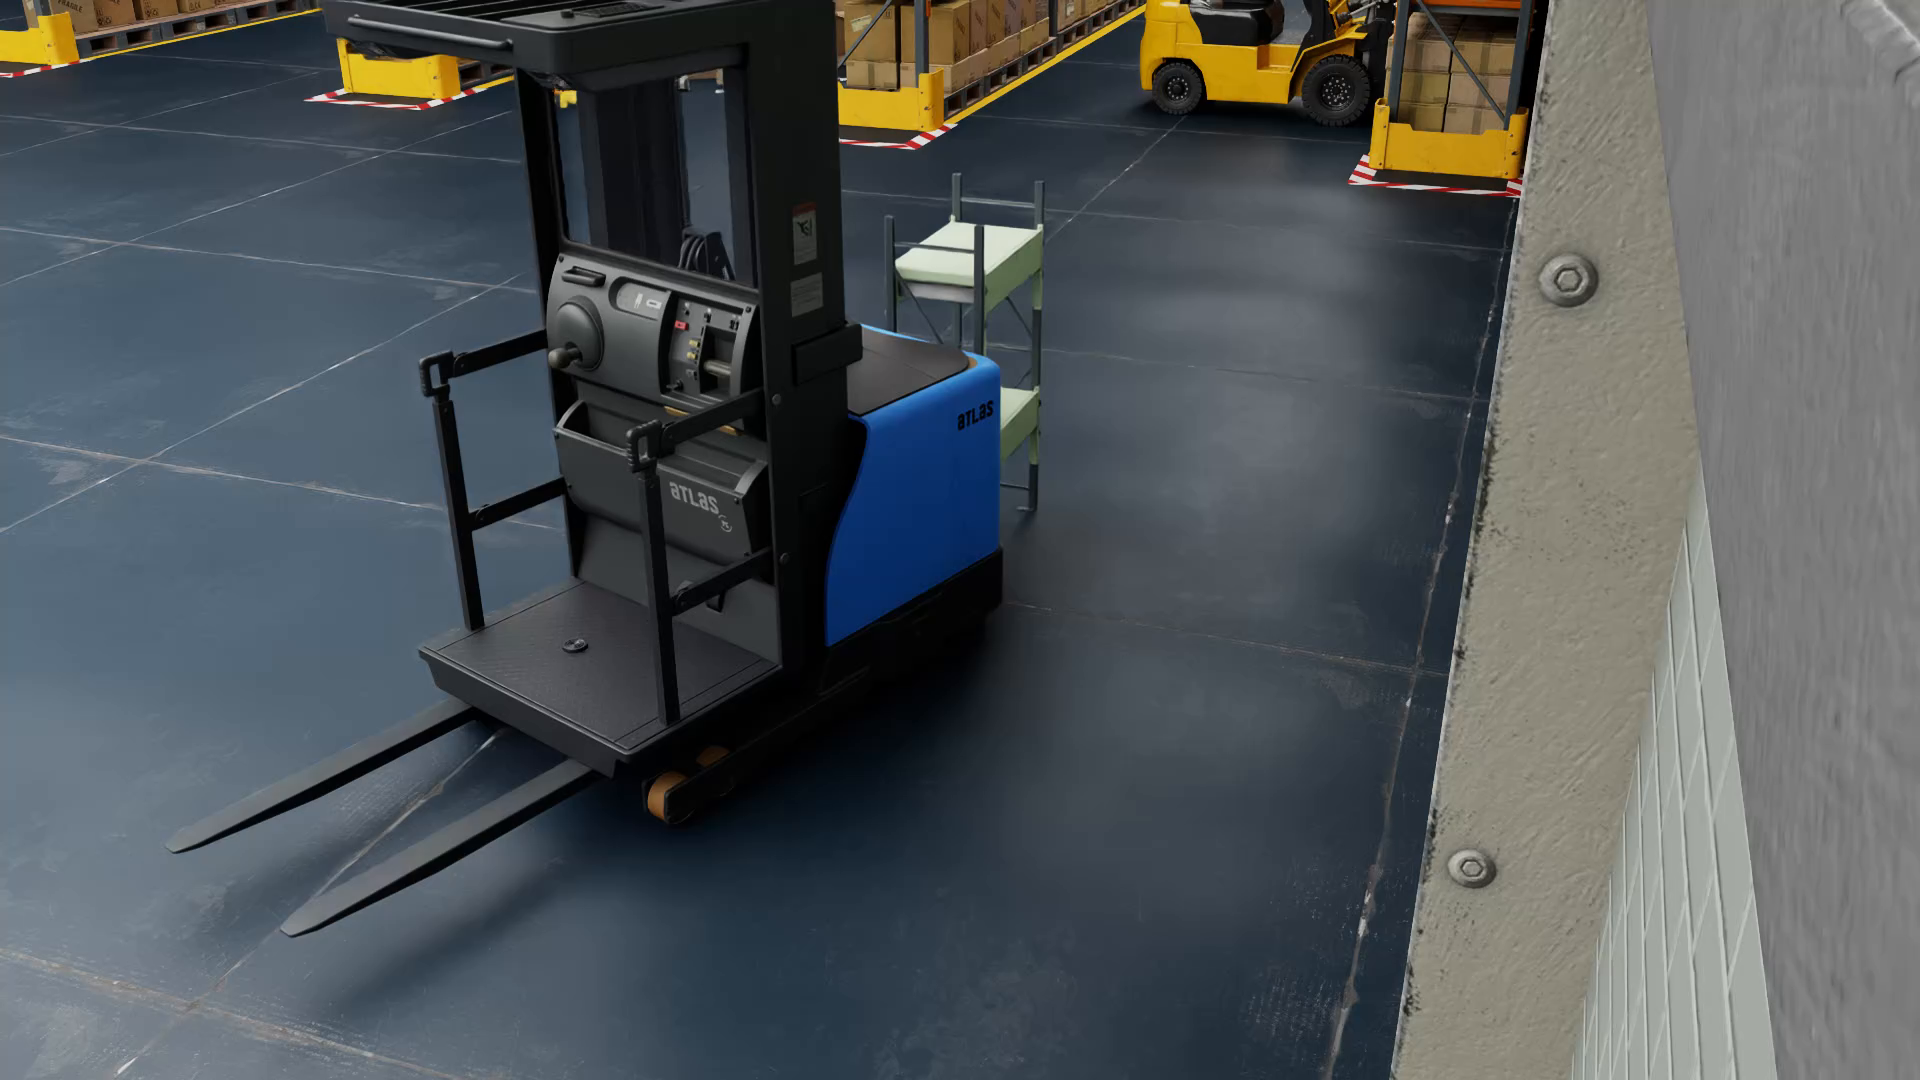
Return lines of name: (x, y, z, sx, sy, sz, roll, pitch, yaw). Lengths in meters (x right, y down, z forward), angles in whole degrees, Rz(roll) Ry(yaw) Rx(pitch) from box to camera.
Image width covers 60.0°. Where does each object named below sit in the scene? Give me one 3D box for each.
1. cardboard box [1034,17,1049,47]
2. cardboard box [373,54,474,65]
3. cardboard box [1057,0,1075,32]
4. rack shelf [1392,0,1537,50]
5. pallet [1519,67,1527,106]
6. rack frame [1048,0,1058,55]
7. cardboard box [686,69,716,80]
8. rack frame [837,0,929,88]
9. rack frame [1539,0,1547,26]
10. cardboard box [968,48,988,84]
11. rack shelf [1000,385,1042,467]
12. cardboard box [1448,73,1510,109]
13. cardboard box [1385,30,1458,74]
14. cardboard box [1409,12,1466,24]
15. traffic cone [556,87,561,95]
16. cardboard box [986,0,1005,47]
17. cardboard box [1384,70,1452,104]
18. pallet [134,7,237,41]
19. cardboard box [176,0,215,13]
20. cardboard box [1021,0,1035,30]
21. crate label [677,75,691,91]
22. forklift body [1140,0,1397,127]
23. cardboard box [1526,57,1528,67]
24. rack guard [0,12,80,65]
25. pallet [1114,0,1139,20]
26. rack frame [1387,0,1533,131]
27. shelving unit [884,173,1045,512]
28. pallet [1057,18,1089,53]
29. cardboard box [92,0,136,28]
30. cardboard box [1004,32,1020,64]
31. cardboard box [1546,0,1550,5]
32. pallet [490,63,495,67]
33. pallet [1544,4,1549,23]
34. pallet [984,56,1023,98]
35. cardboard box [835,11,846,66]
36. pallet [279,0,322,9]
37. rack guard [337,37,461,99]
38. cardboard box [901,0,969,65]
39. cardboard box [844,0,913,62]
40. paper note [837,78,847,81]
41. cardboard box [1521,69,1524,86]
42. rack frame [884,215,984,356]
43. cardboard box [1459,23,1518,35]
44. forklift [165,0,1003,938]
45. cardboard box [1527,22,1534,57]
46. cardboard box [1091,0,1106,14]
cardboard box: (0.626, -5.392, 17.619, 0.500, 0.250, 0.500, 10, 28, 20)
cardboard box: (-5.300, -5.276, 16.662, 0.875, 0.875, 0.875, 9, 27, 18)
cardboard box: (0.741, -5.945, 18.620, 0.950, 0.372, 0.625, 9, 27, 18)
rack shelf: (4.586, -4.859, 14.669, 1.077, 0.370, 4.000, 9, 27, 17)
pallet: (4.947, -4.429, 16.155, 1.003, 0.211, 1.213, 9, 27, 17)
rack frame: (0.569, -6.723, 17.693, 1.000, 3.000, 0.127, 9, 27, 17)
cardboard box: (-2.565, -5.044, 17.091, 0.797, 0.503, 0.637, -9, 27, -18)
rack frame: (-0.762, -5.079, 14.298, 1.000, 3.000, 0.127, 9, 27, 17)
rack frame: (6.582, -7.648, 19.605, 1.000, 3.000, 0.127, 9, 27, 17)
cardboard box: (-0.056, -4.531, 15.839, 0.500, 0.250, 0.500, 10, 27, 19)
rack shelf: (0.030, -0.392, 7.086, 0.431, 0.370, 0.720, 9, 27, 18)
cardboard box: (4.272, -3.700, 13.550, 0.500, 0.250, 0.500, 9, 27, 18)
cardboard box: (3.779, -3.997, 13.589, 0.500, 0.250, 0.500, 10, 27, 19)
cardboard box: (4.102, -4.416, 14.455, 0.500, 0.250, 0.500, 9, 27, 18)
traffic cone: (-3.948, -4.626, 16.273, 0.336, 0.463, 0.334, 9, 27, 17)
cardboard box: (0.119, -5.090, 16.133, 0.500, 0.500, 0.500, 9, 27, 18)
cardboard box: (3.787, -3.783, 13.720, 0.500, 0.250, 0.500, 8, 27, 17)
pallet: (-9.371, -6.121, 19.649, 1.003, 0.211, 1.213, 9, 27, 17)
cardboard box: (-9.263, -6.562, 19.748, 0.500, 0.500, 0.500, 6, 27, 13)
cardboard box: (0.458, -5.521, 17.023, 0.500, 0.500, 0.500, 9, 27, 18)
crate label: (-2.792, -4.508, 16.403, 0.250, 0.136, 0.298, -5, 26, -9)
forklift body: (2.831, -5.023, 15.155, 2.313, 2.155, 1.214, 9, 27, 17)
cardboard box: (5.280, -4.727, 16.245, 0.500, 0.250, 0.500, 9, 27, 18)
rack guard: (-10.082, -5.422, 17.875, 1.175, 0.500, 0.348, 9, 27, 17)
pallet: (1.639, -6.791, 21.033, 1.003, 0.211, 1.213, 9, 27, 17)
rack frame: (3.920, -4.361, 12.815, 1.000, 3.000, 0.127, 9, 27, 17)
shelving unit: (0.030, -0.685, 6.944, 0.431, 1.500, 0.755, 9, 27, 18)
pallet: (0.827, -5.788, 18.962, 1.003, 0.211, 1.213, 9, 27, 17)
cardboard box: (-9.717, -6.085, 18.762, 0.500, 0.500, 0.500, 17, 30, 31)
cardboard box: (0.284, -4.964, 16.733, 0.500, 0.250, 0.500, 9, 27, 18)
cardboard box: (6.987, -6.845, 20.332, 0.500, 0.500, 0.500, 10, 28, 19)
pallet: (-4.864, -5.340, 18.037, 1.003, 0.211, 1.213, 9, 27, 17)
pallet: (6.866, -6.695, 20.835, 1.003, 0.211, 1.213, 9, 27, 17)
pallet: (-0.025, -4.684, 16.681, 1.003, 0.211, 1.213, 9, 27, 17)
cardboard box: (-1.071, -5.356, 17.735, 0.500, 0.500, 0.500, -14, 29, -27)
pallet: (-8.518, -7.225, 21.930, 1.003, 0.211, 1.213, 9, 27, 17)
rack guard: (-5.471, -4.620, 16.219, 1.175, 0.500, 0.348, 9, 27, 17)
cardboard box: (-0.225, -4.669, 15.265, 0.500, 0.500, 0.500, 8, 27, 16)
cardboard box: (-0.741, -4.735, 15.400, 0.500, 0.500, 0.500, 9, 27, 18)
paper note: (-1.196, -4.692, 16.907, 0.142, 0.019, 0.148, 0, 26, -1)
cardboard box: (4.945, -4.313, 15.389, 0.500, 0.250, 0.500, 9, 27, 18)
rack frame: (-0.099, -0.536, 6.636, 0.400, 1.500, 0.023, 9, 27, 18)
cardboard box: (4.421, -4.138, 13.881, 0.500, 0.250, 0.500, 9, 27, 18)
forklift: (-1.139, -0.649, 5.227, 1.130, 2.935, 3.031, 19, 32, 34)
cardboard box: (5.129, -4.737, 15.692, 0.500, 0.250, 0.500, 9, 27, 18)
cardboard box: (1.207, -6.527, 19.822, 0.950, 0.372, 0.625, 10, 27, 19)
